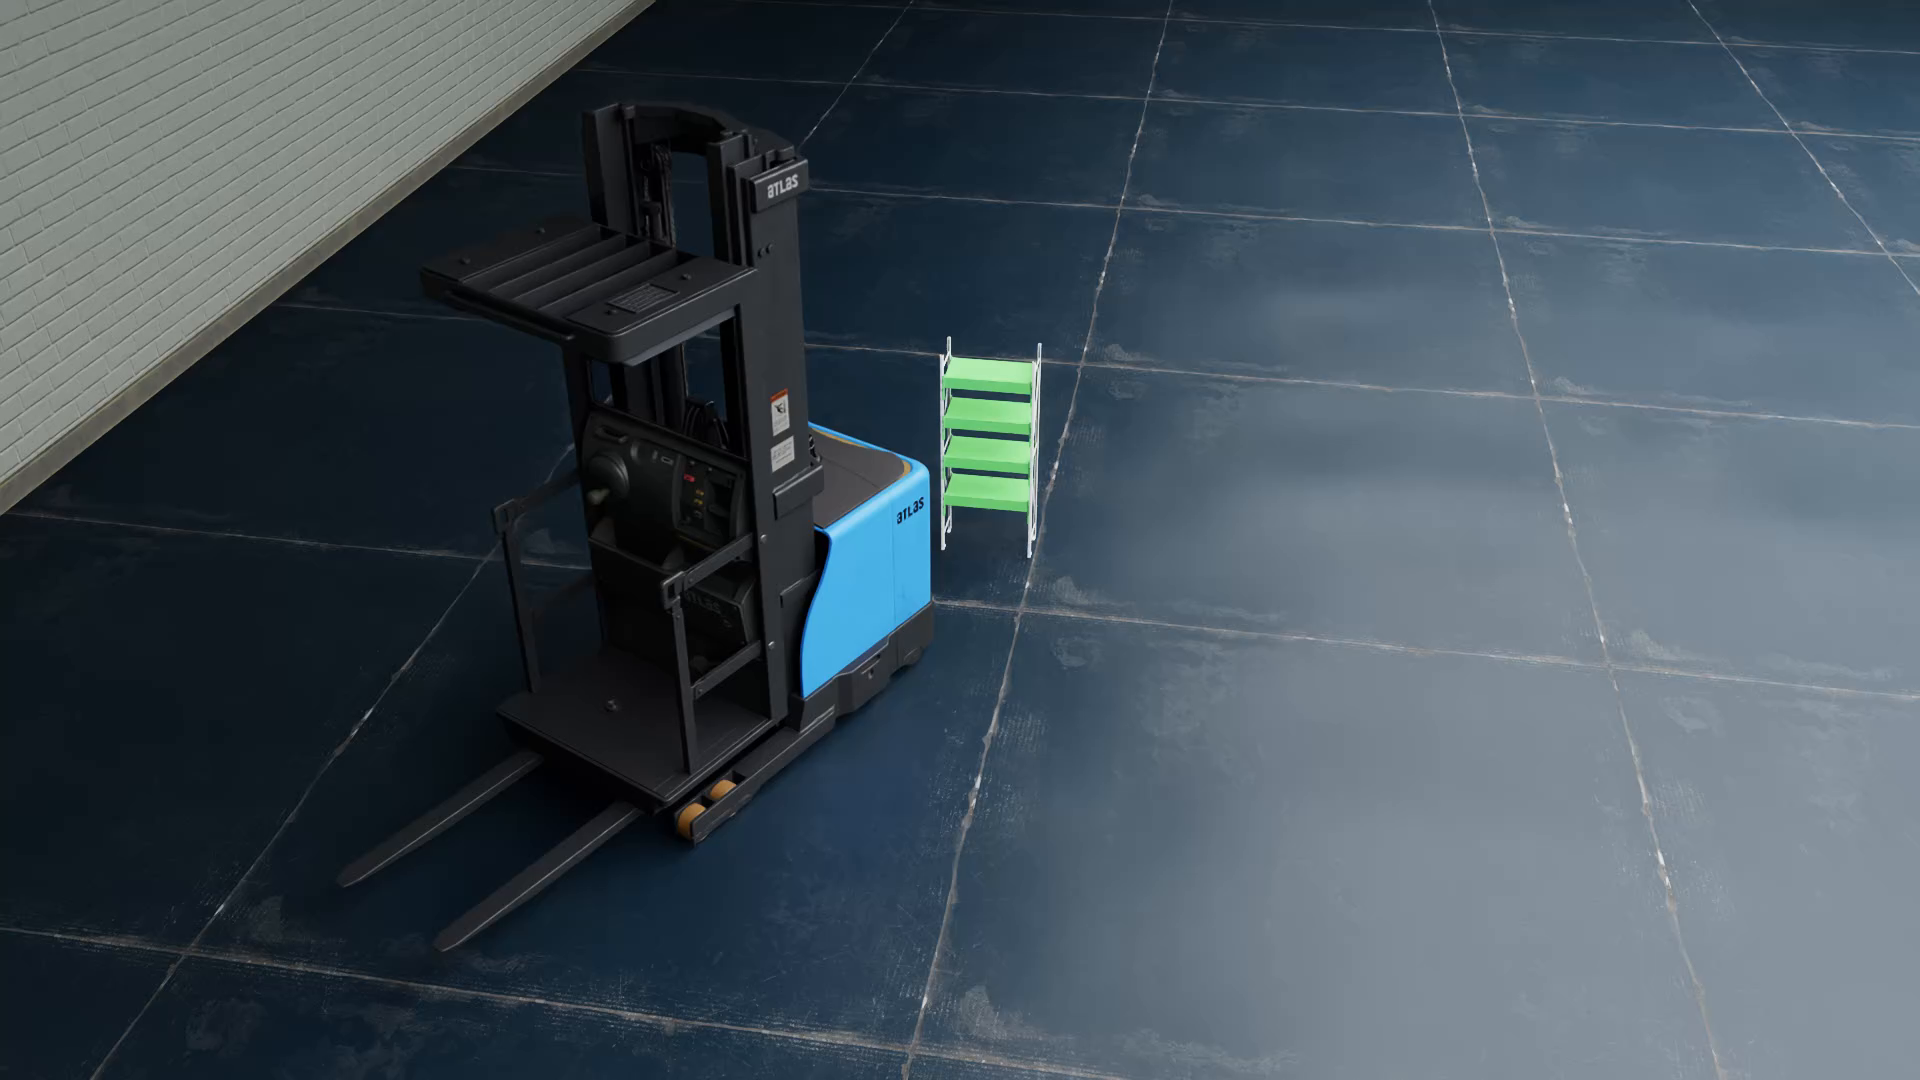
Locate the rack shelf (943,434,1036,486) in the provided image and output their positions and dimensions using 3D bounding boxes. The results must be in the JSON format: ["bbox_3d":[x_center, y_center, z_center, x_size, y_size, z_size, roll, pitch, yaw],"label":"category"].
[{"bbox_3d":[0.163,-0.440,9.116,0.480,0.148,0.258,5,32,8],"label":"rack shelf"}]

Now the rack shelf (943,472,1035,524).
[{"bbox_3d":[0.163,-0.236,9.243,0.480,0.148,0.258,5,32,8],"label":"rack shelf"}]

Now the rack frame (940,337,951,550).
[{"bbox_3d":[-0.077,-0.516,9.117,0.015,1.200,0.240,5,32,8],"label":"rack frame"}]

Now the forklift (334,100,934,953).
[{"bbox_3d":[-1.399,-0.210,6.996,1.130,2.935,3.031,21,38,30],"label":"forklift"}]

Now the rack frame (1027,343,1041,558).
[{"bbox_3d":[0.404,-0.472,9.047,0.015,1.200,0.240,5,32,8],"label":"rack frame"}]

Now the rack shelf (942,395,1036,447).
[{"bbox_3d":[0.163,-0.643,8.988,0.480,0.148,0.258,5,32,8],"label":"rack shelf"}]

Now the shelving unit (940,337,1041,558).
[{"bbox_3d":[0.163,-0.494,9.082,0.503,1.200,0.258,5,32,8],"label":"shelving unit"}]

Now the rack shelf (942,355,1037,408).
[{"bbox_3d":[0.163,-0.847,8.861,0.480,0.148,0.258,5,32,8],"label":"rack shelf"}]
